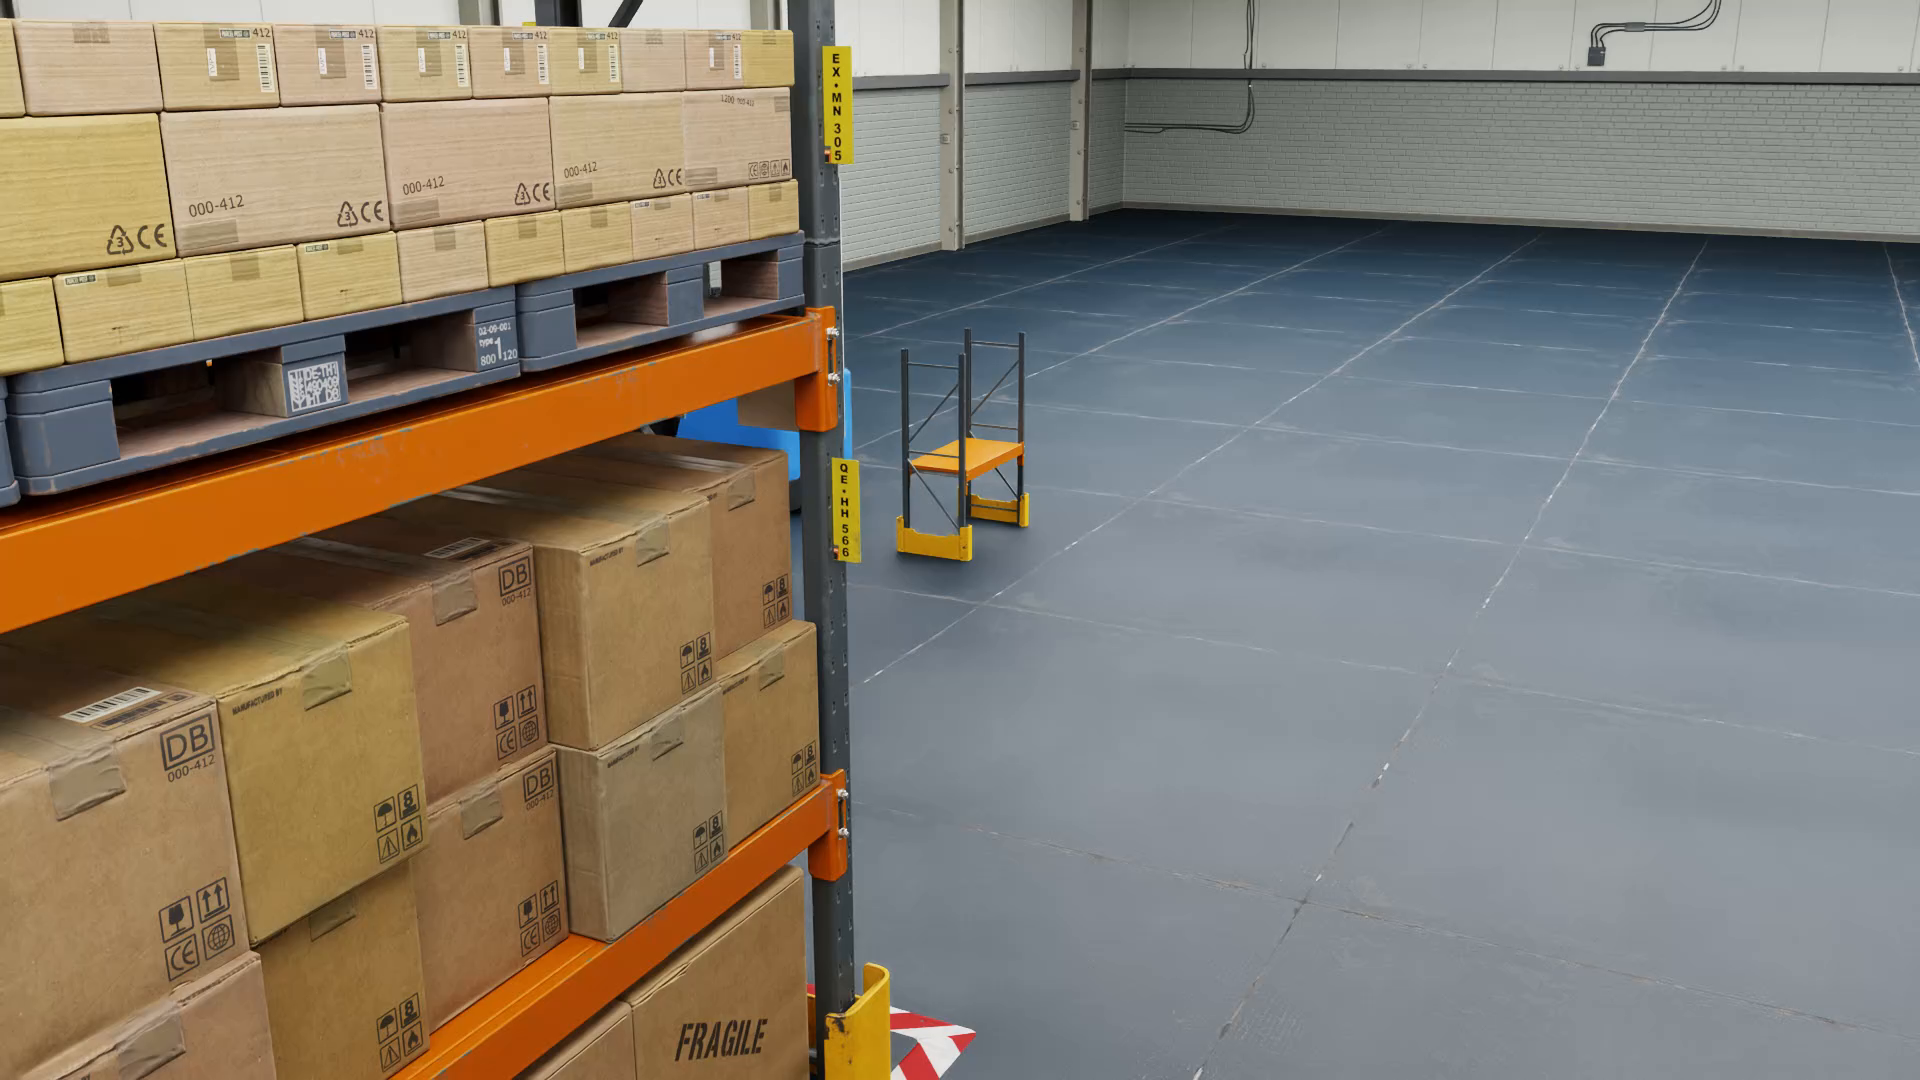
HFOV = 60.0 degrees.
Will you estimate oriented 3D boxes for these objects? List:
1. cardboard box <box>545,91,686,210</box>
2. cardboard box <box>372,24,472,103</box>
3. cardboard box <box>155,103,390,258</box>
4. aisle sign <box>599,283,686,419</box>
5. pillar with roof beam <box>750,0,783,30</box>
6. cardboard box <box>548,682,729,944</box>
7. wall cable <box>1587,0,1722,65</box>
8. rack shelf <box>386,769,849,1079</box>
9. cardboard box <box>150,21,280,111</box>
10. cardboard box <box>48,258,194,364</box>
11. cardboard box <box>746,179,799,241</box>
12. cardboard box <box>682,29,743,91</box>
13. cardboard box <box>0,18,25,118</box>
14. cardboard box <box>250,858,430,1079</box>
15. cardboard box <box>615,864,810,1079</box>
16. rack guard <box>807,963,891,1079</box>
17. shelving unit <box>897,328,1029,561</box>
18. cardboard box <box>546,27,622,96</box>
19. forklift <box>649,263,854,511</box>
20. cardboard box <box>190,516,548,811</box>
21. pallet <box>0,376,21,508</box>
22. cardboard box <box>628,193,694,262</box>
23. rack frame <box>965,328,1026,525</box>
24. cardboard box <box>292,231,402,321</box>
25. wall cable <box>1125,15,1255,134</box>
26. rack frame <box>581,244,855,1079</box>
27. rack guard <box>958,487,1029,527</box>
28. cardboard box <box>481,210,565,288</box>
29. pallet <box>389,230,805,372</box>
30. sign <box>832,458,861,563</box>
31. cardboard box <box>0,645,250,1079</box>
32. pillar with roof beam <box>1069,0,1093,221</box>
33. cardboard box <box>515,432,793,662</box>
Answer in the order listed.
[{"bbox_3d":[-1.025,-0.964,4.062,0.500,0.250,0.500,8,18,25],"label":"cardboard box"},{"bbox_3d":[-1.247,-0.990,3.449,0.380,0.149,0.250,8,18,25],"label":"cardboard box"},{"bbox_3d":[-1.475,-0.708,3.200,0.500,0.250,0.500,8,18,26],"label":"cardboard box"},{"bbox_3d":[-1.068,-0.796,5.372,0.394,0.787,0.004,8,18,25],"label":"aisle sign"},{"bbox_3d":[1.030,-7.579,22.237,9.100,9.000,0.400,8,18,25],"label":"pillar with roof beam"},{"bbox_3d":[-1.183,0.677,4.713,0.875,0.550,0.550,8,18,25],"label":"cardboard box"},{"bbox_3d":[13.526,-12.184,31.767,2.305,6.003,0.169,8,18,25],"label":"wall cable"},{"bbox_3d":[-1.725,1.360,3.940,1.077,0.370,4.000,8,18,25],"label":"rack shelf"},{"bbox_3d":[-1.472,-0.861,3.015,0.380,0.149,0.250,8,18,25],"label":"cardboard box"},{"bbox_3d":[-1.585,-0.416,2.917,0.380,0.149,0.250,8,18,25],"label":"cardboard box"},{"bbox_3d":[-0.677,-0.933,4.657,0.380,0.149,0.250,8,18,25],"label":"cardboard box"},{"bbox_3d":[-0.791,-1.251,4.326,0.380,0.149,0.250,8,18,26],"label":"cardboard box"},{"bbox_3d":[-1.698,-0.734,2.585,0.380,0.149,0.250,8,18,26],"label":"cardboard box"},{"bbox_3d":[-1.745,0.944,3.814,0.875,0.550,0.500,8,18,25],"label":"cardboard box"},{"bbox_3d":[-1.075,1.504,5.185,0.875,0.875,0.875,8,18,26],"label":"cardboard box"},{"bbox_3d":[-0.821,1.698,5.929,1.175,0.500,0.348,8,18,25],"label":"rack guard"},{"bbox_3d":[0.034,-0.738,12.376,0.587,1.500,1.083,8,18,25],"label":"shelving unit"},{"bbox_3d":[-1.020,-1.119,3.883,0.380,0.149,0.250,8,19,26],"label":"cardboard box"},{"bbox_3d":[-2.380,-1.888,13.733,3.031,2.935,1.130,11,20,32],"label":"forklift"},{"bbox_3d":[-1.567,0.283,4.143,0.875,0.550,0.550,8,18,25],"label":"cardboard box"},{"bbox_3d":[-2.244,-0.078,2.405,1.003,0.211,1.213,8,18,25],"label":"pallet"},{"bbox_3d":[-0.904,-0.803,4.221,0.380,0.149,0.250,8,18,26],"label":"cardboard box"},{"bbox_3d":[0.265,-0.870,12.820,0.500,1.500,0.032,8,18,25],"label":"rack frame"},{"bbox_3d":[-1.359,-0.545,3.349,0.380,0.149,0.250,8,18,26],"label":"cardboard box"},{"bbox_3d":[5.040,-10.277,36.774,3.097,2.526,0.112,8,18,25],"label":"wall cable"},{"bbox_3d":[-0.832,0.506,5.553,1.000,3.000,0.127,8,18,25],"label":"rack frame"},{"bbox_3d":[0.257,-0.266,12.981,0.587,0.250,0.087,8,18,25],"label":"rack guard"},{"bbox_3d":[-1.132,-0.674,3.784,0.380,0.149,0.250,8,18,25],"label":"cardboard box"},{"bbox_3d":[-1.154,-0.699,4.497,1.003,0.211,1.213,8,18,25],"label":"pallet"},{"bbox_3d":[-0.352,-0.090,5.110,0.100,0.325,0.005,8,18,25],"label":"sign"},{"bbox_3d":[-1.917,0.571,3.174,0.875,0.550,0.550,8,18,25],"label":"cardboard box"},{"bbox_3d":[6.392,-10.636,32.528,9.100,9.000,0.400,8,18,25],"label":"pillar with roof beam"},{"bbox_3d":[-1.032,0.006,5.076,0.875,0.550,0.550,8,18,25],"label":"cardboard box"}]
